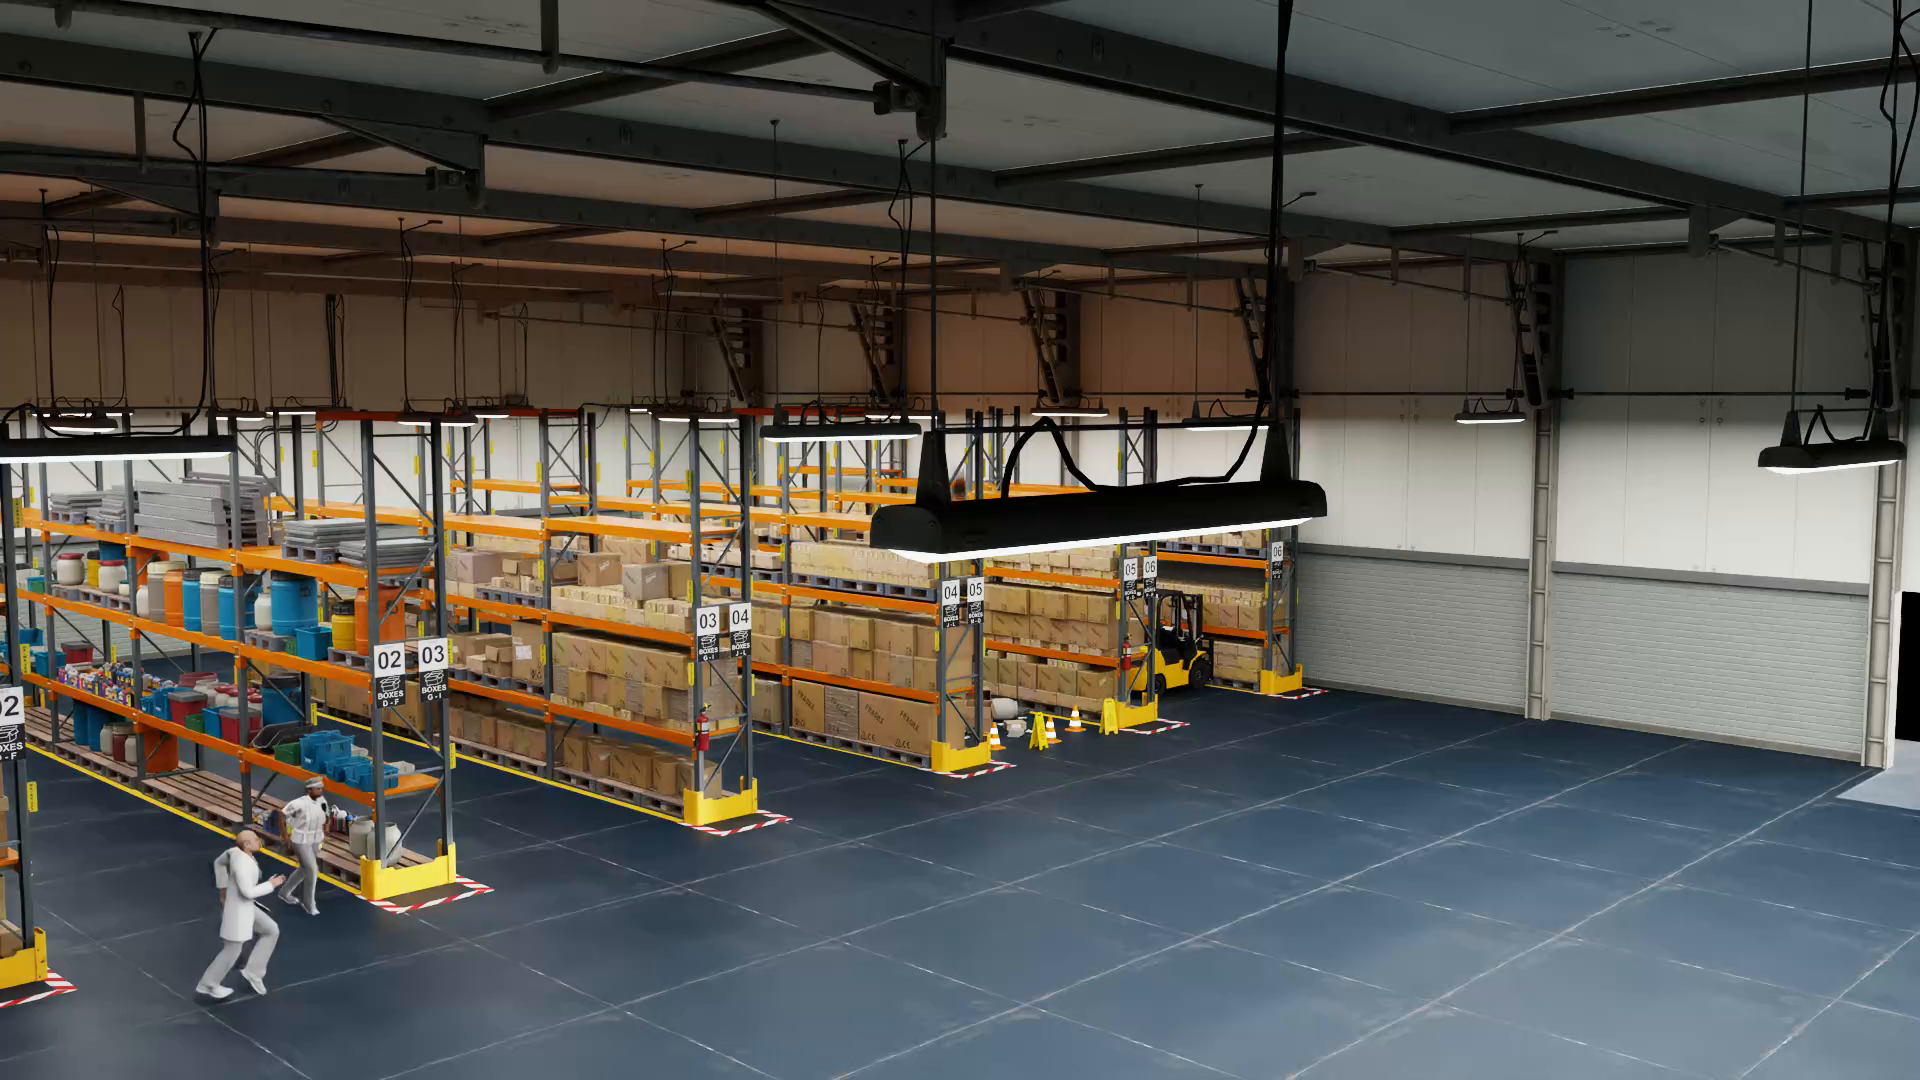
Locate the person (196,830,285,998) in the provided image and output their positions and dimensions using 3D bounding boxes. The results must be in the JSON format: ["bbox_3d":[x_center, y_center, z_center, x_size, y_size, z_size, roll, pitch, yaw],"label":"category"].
[{"bbox_3d":[-7.519,3.914,17.366,0.901,1.791,0.749,-2,5,-21],"label":"person"}]

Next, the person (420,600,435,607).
[{"bbox_3d":[-12.591,2.077,39.342,0.533,1.637,0.735,0,5,-5],"label":"person"}]

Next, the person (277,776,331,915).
[{"bbox_3d":[-8.020,3.744,20.357,0.799,1.748,0.575,2,6,25],"label":"person"}]
